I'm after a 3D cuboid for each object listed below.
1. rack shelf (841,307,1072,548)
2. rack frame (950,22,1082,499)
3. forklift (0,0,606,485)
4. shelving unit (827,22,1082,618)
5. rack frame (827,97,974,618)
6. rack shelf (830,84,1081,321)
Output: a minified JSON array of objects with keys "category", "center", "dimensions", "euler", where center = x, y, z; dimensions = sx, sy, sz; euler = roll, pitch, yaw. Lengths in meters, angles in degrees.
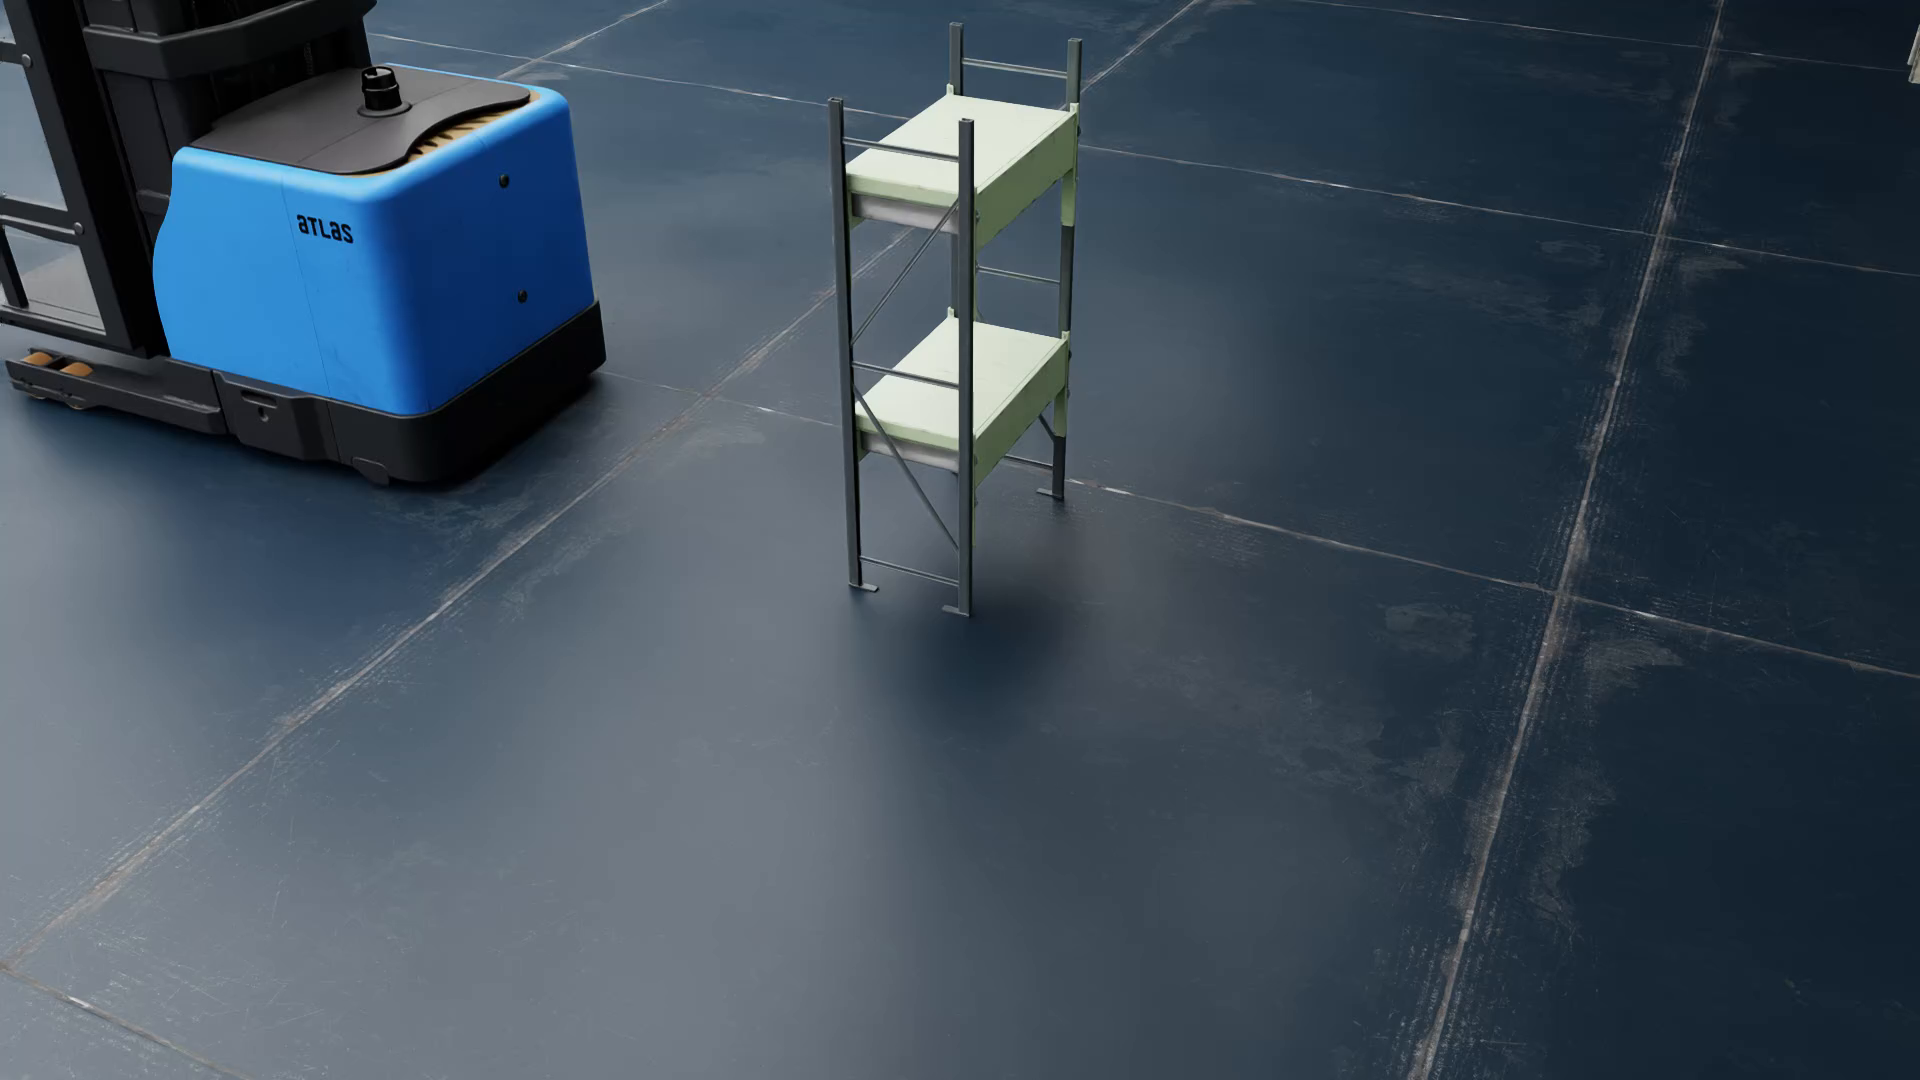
[{"category":"rack shelf","center":[0.003,-0.358,5.023],"dimensions":[0.431,0.370,0.720],"euler":[14,36,20]},{"category":"rack frame","center":[0.156,-0.813,5.122],"dimensions":[0.400,1.500,0.023],"euler":[14,36,20]},{"category":"forklift","center":[-2.866,-1.938,5.533],"dimensions":[3.031,2.935,1.130],"euler":[14,36,20]},{"category":"shelving unit","center":[0.003,-0.631,4.844],"dimensions":[0.431,1.500,0.755],"euler":[14,36,20]},{"category":"rack frame","center":[-0.150,-0.448,4.566],"dimensions":[0.400,1.500,0.023],"euler":[14,36,20]},{"category":"rack shelf","center":[0.003,-0.957,4.630],"dimensions":[0.431,0.370,0.720],"euler":[14,36,20]}]
